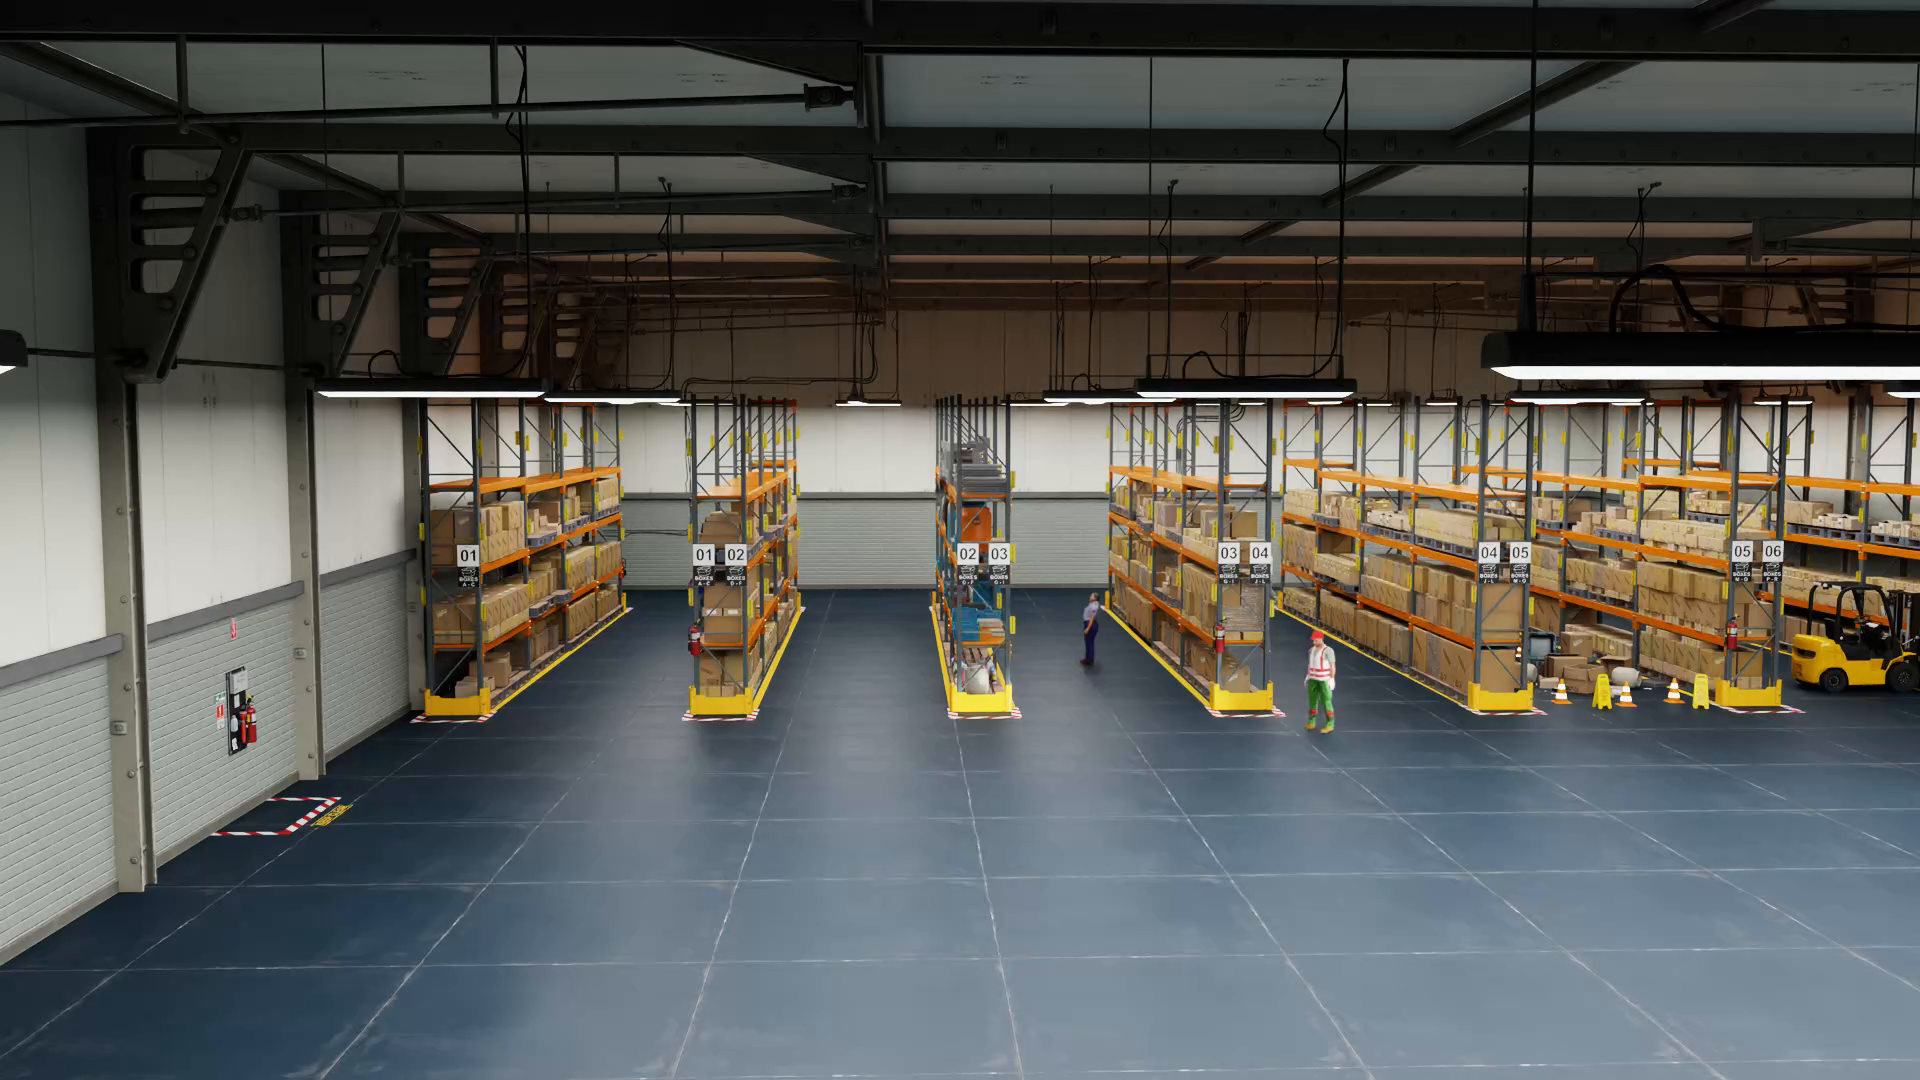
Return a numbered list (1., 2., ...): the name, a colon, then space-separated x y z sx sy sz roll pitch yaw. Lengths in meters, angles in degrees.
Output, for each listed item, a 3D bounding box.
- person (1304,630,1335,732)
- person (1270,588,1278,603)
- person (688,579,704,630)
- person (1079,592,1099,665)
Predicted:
1. person: 6.363 2.493 29.593 0.408 1.783 0.610 -4 6 -39
2. person: 8.885 1.049 48.877 0.994 1.627 0.574 0 4 2
3. person: -6.706 1.507 42.859 0.628 1.609 1.028 0 4 -1
4. person: 2.874 1.978 37.277 0.488 1.632 0.558 1 5 14
